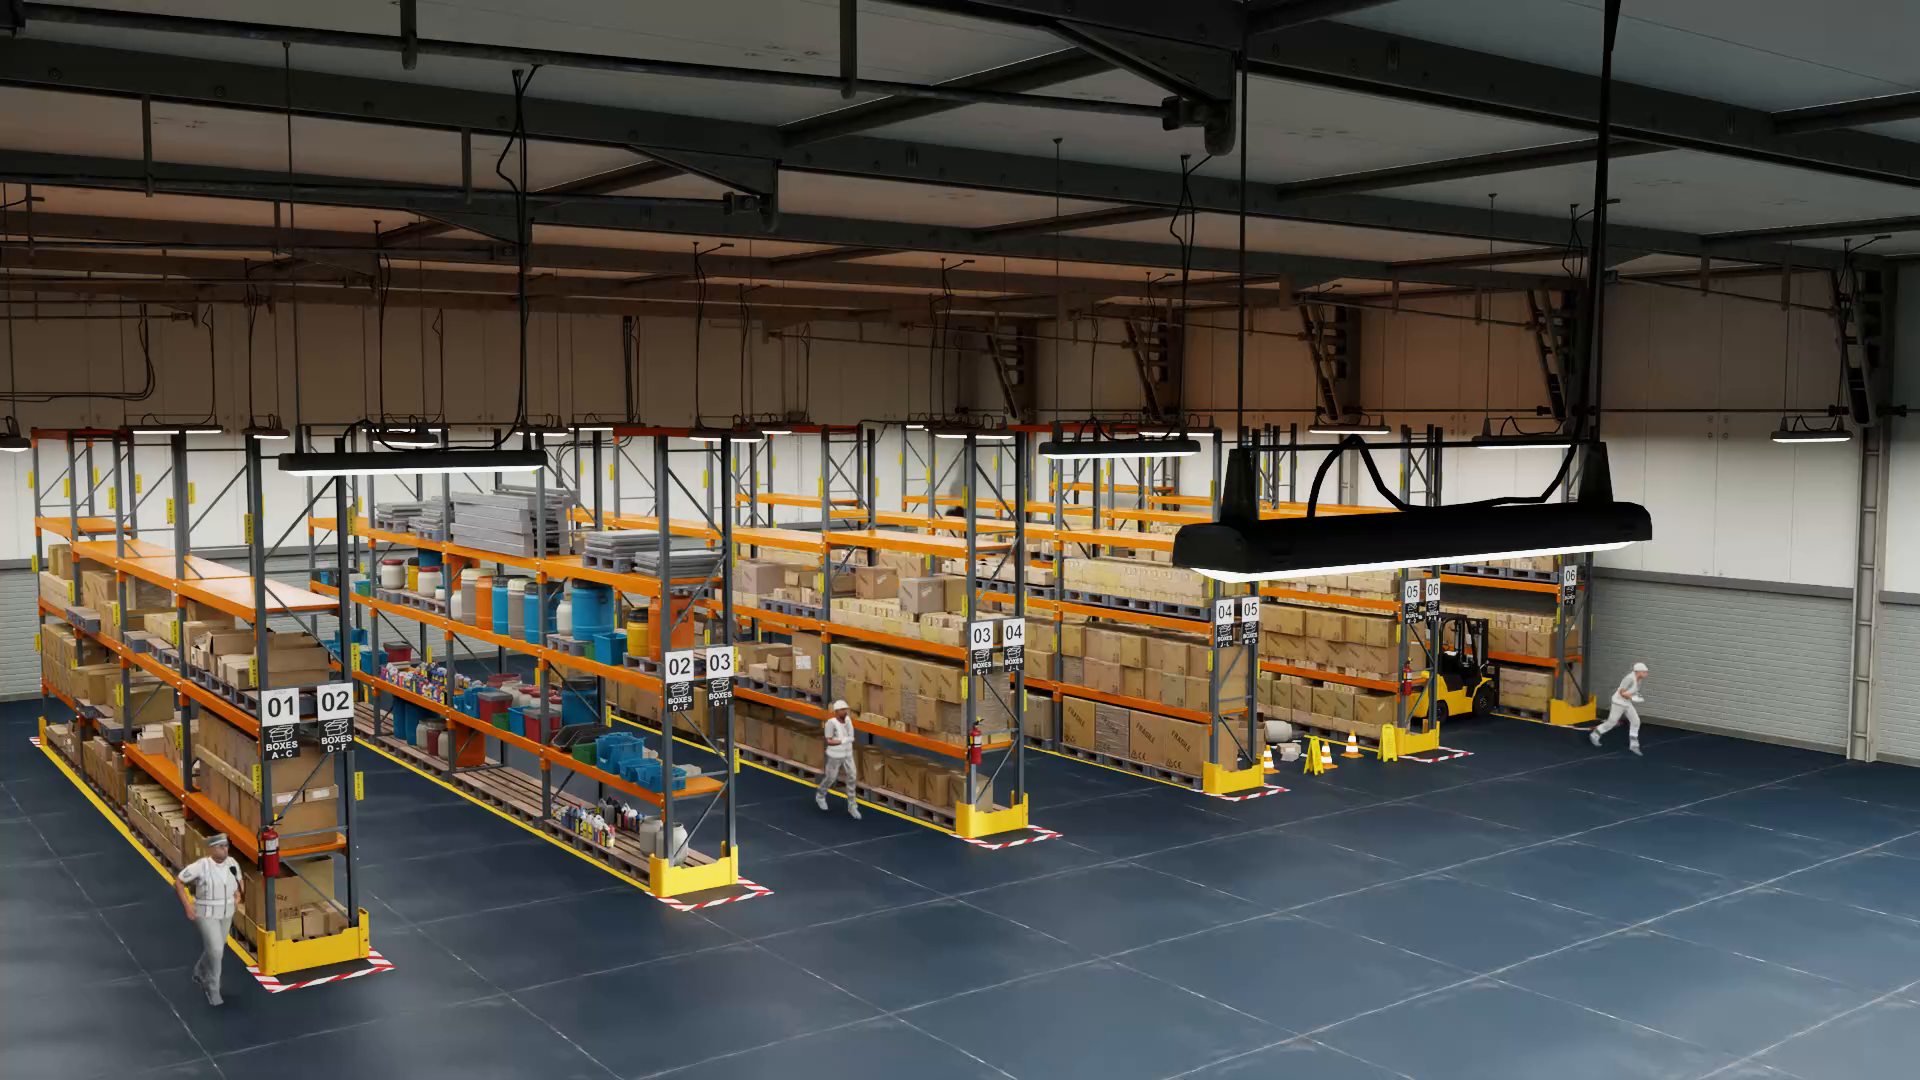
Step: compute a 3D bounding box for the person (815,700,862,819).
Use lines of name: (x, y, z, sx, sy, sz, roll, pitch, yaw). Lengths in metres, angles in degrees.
person: (-1.892, 3.383, 25.892, 0.929, 1.811, 0.672, 4, 6, 45)

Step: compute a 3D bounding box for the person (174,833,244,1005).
person: (-8.072, 4.074, 17.984, 0.741, 1.847, 0.675, 3, 5, 29)

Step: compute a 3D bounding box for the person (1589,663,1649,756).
person: (12.180, 3.096, 30.731, 1.055, 1.729, 0.704, 4, 6, 38)
